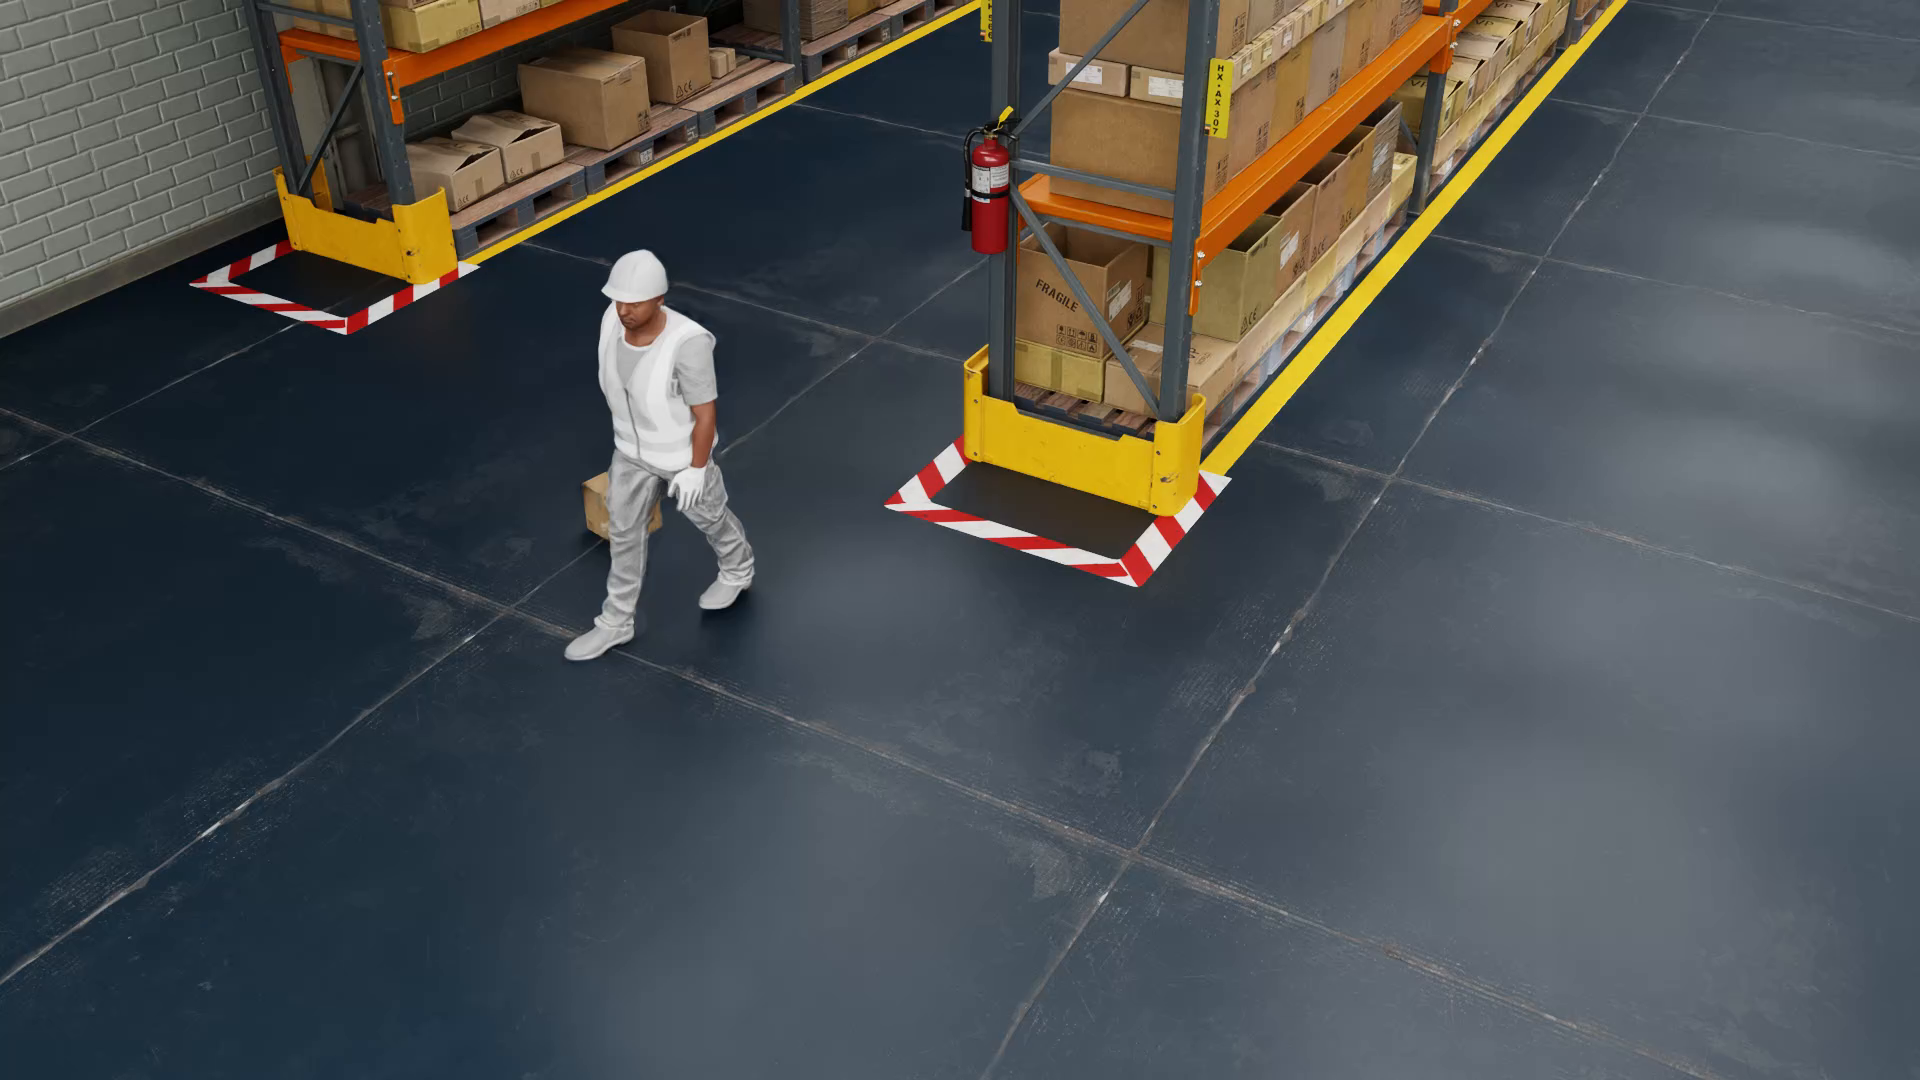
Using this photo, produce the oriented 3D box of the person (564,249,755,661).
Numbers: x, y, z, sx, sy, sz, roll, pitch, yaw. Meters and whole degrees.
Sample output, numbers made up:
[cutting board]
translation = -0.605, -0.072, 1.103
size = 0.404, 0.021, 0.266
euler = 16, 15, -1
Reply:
[person]
translation = -1.203, -0.352, 6.641
size = 0.608, 1.766, 0.829
euler = 18, 38, 24
